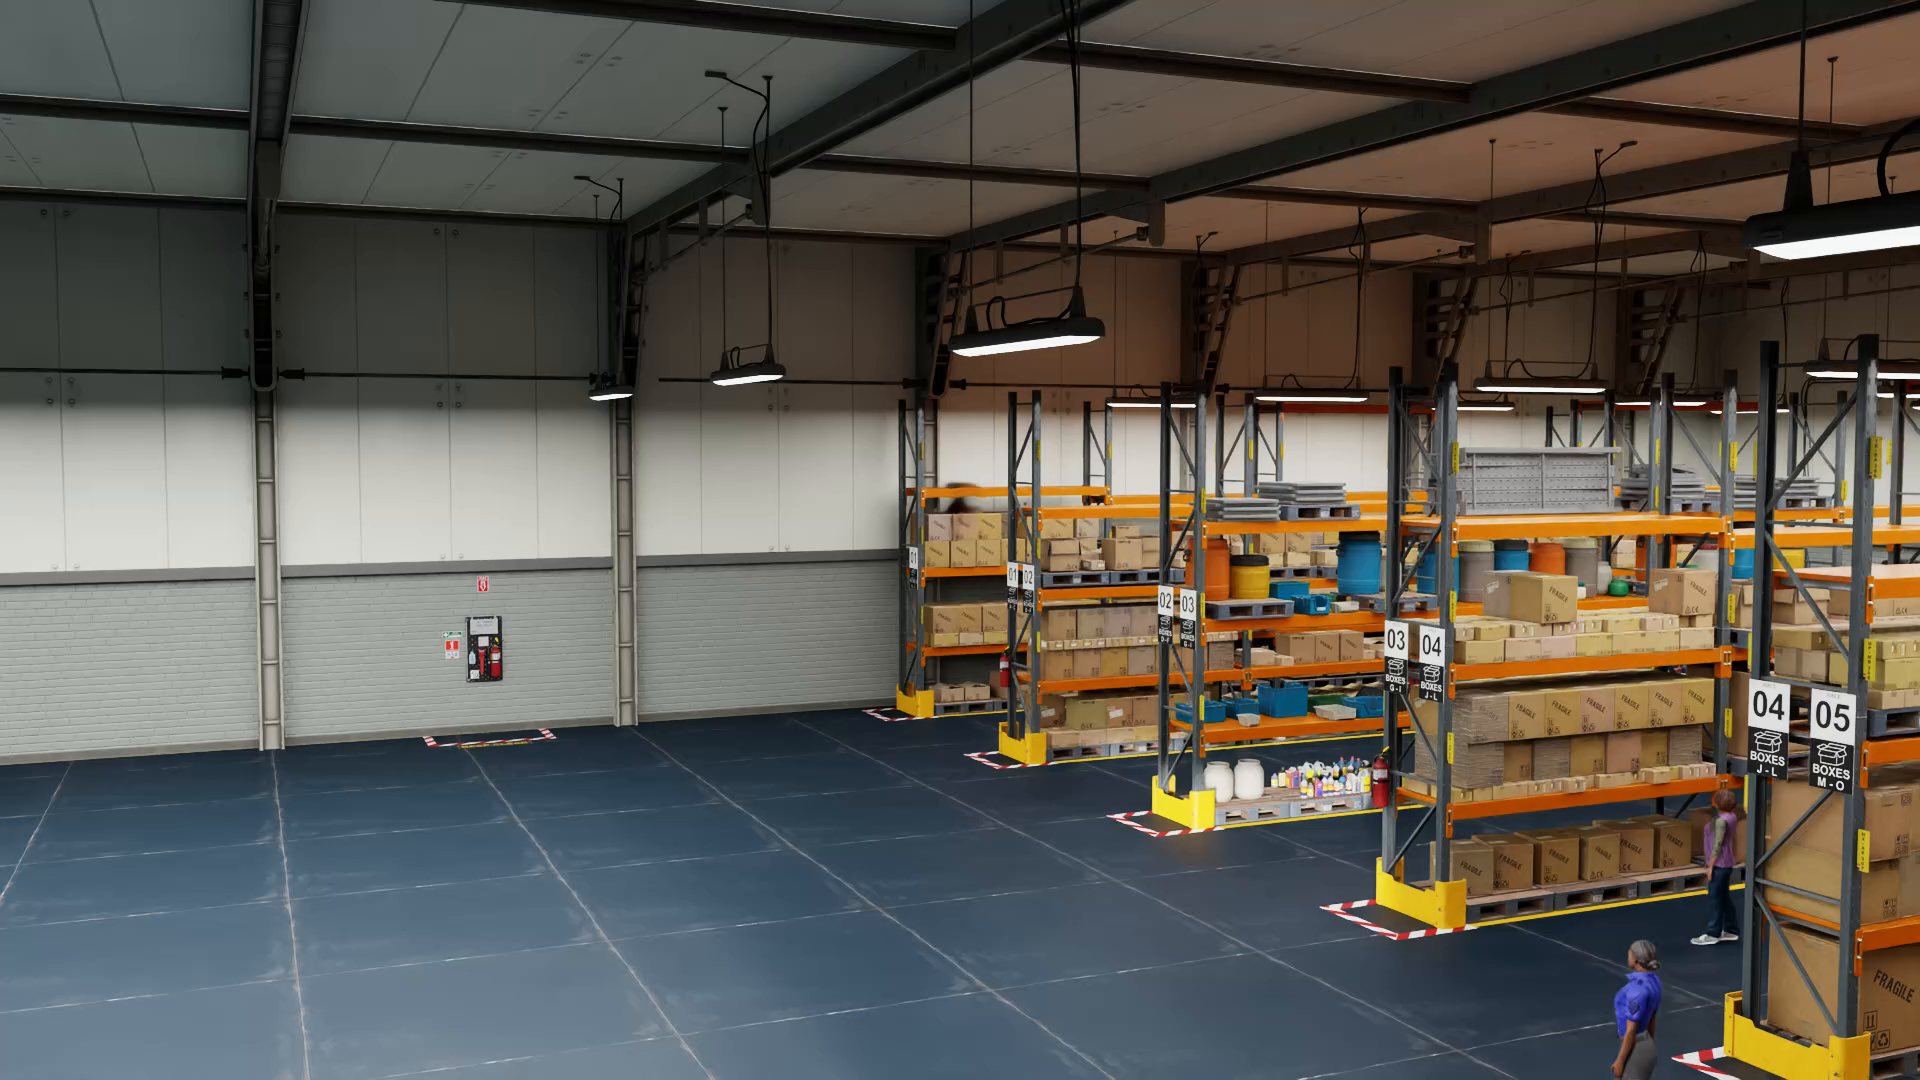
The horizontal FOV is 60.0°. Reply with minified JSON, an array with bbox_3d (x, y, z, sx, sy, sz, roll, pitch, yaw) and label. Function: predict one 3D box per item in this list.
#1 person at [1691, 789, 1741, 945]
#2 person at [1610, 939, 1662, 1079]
[{"bbox_3d":[7.819,3.386,17.165,0.486,1.585,0.430,1,4,20],"label":"person"},{"bbox_3d":[4.747,3.677,11.798,0.411,1.700,0.479,1,4,21],"label":"person"}]
